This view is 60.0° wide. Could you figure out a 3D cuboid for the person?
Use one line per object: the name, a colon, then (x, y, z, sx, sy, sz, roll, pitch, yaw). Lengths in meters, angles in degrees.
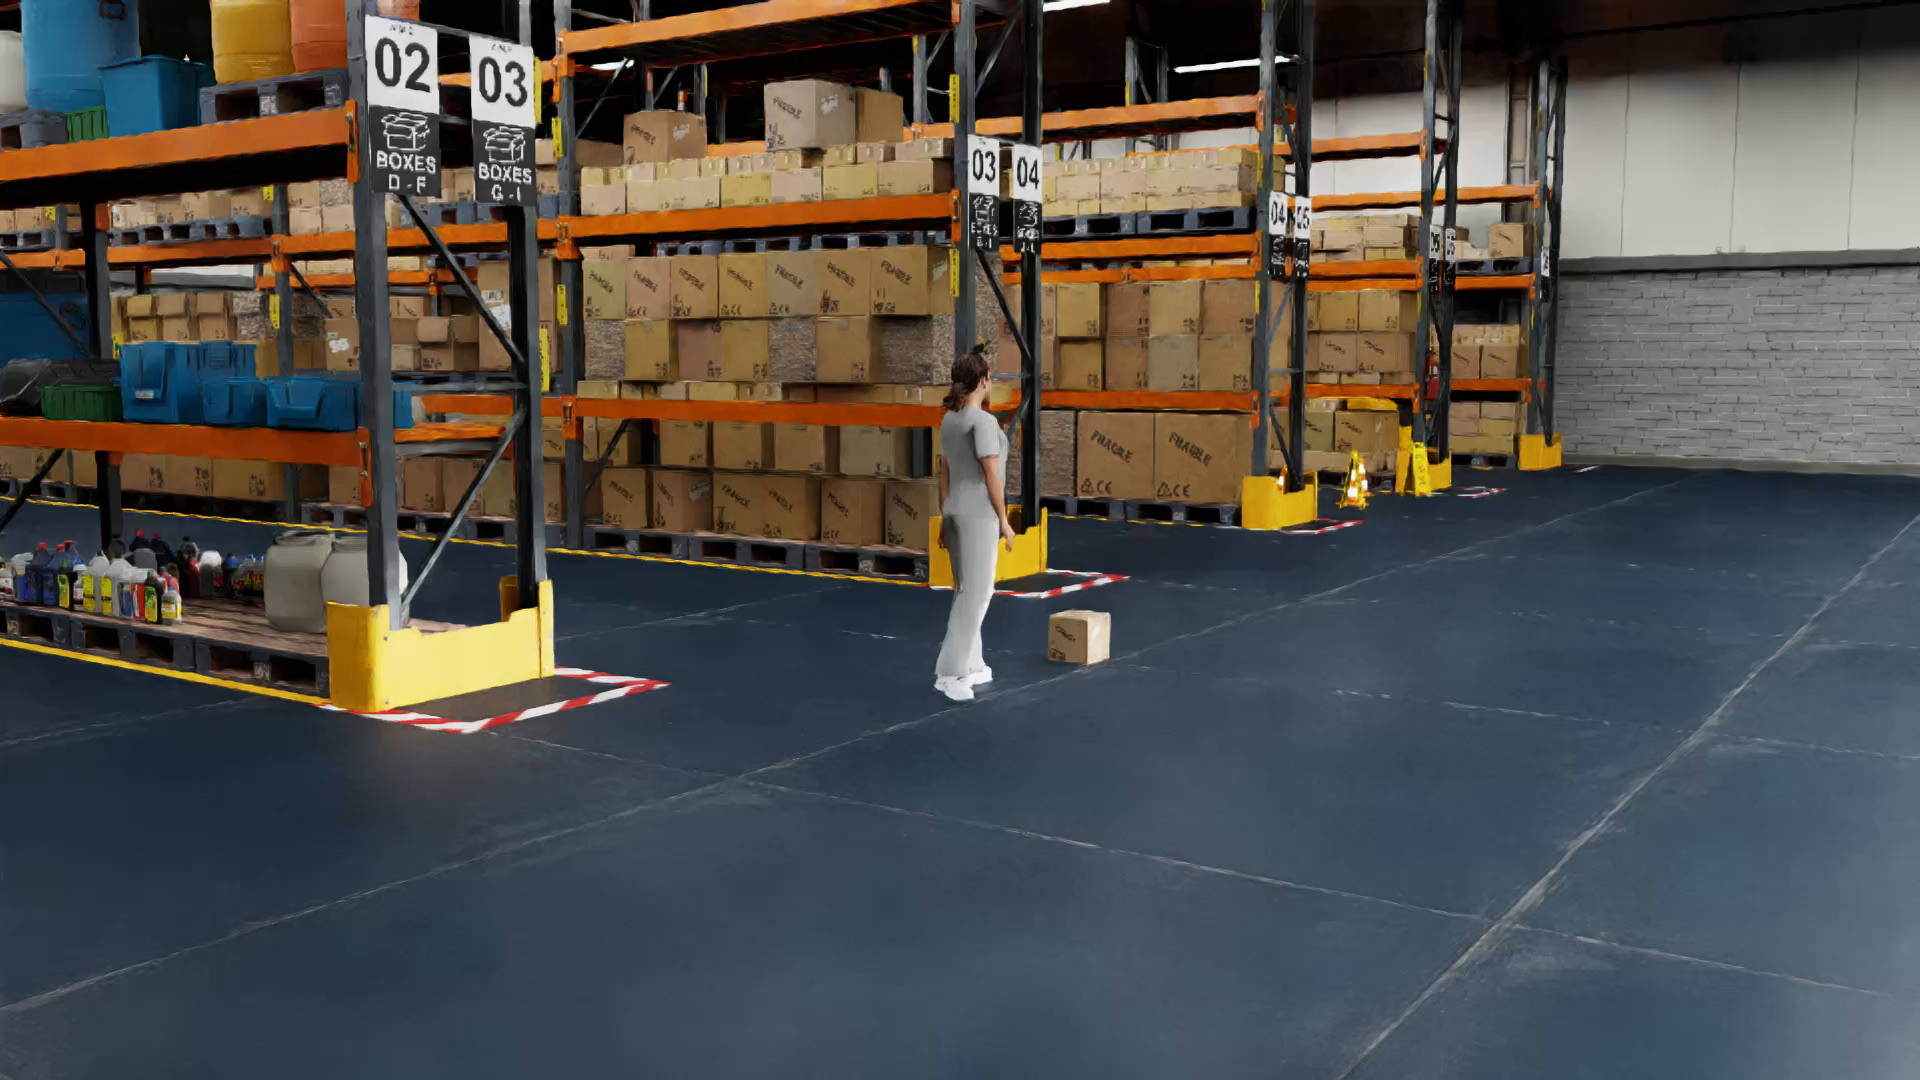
person: (0.061, -0.070, 8.118, 0.471, 1.668, 0.646, -3, 7, -23)
